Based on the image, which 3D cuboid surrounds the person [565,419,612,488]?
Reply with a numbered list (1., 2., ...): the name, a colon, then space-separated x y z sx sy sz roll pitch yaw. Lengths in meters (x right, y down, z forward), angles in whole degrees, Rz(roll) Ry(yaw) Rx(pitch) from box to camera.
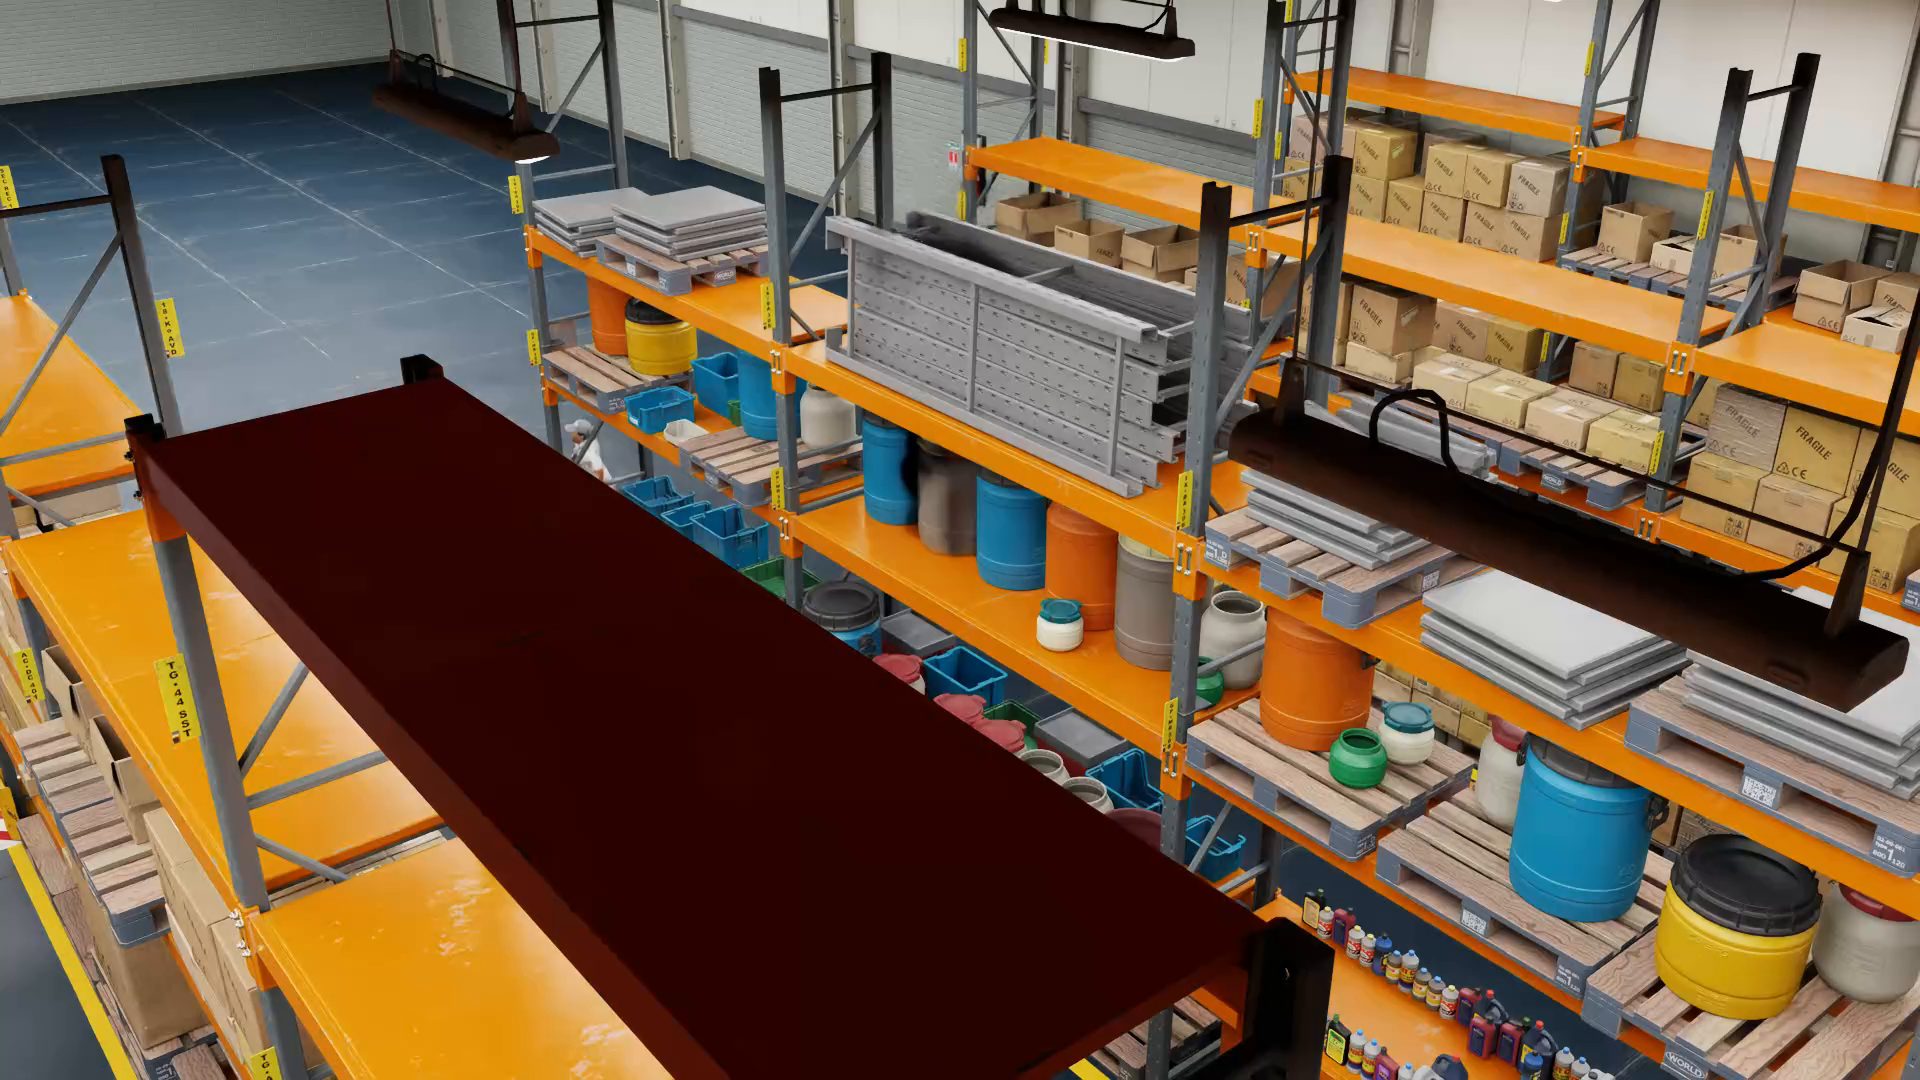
1. person: -3.908 -0.502 17.451 0.623 1.648 0.612 0 26 1
